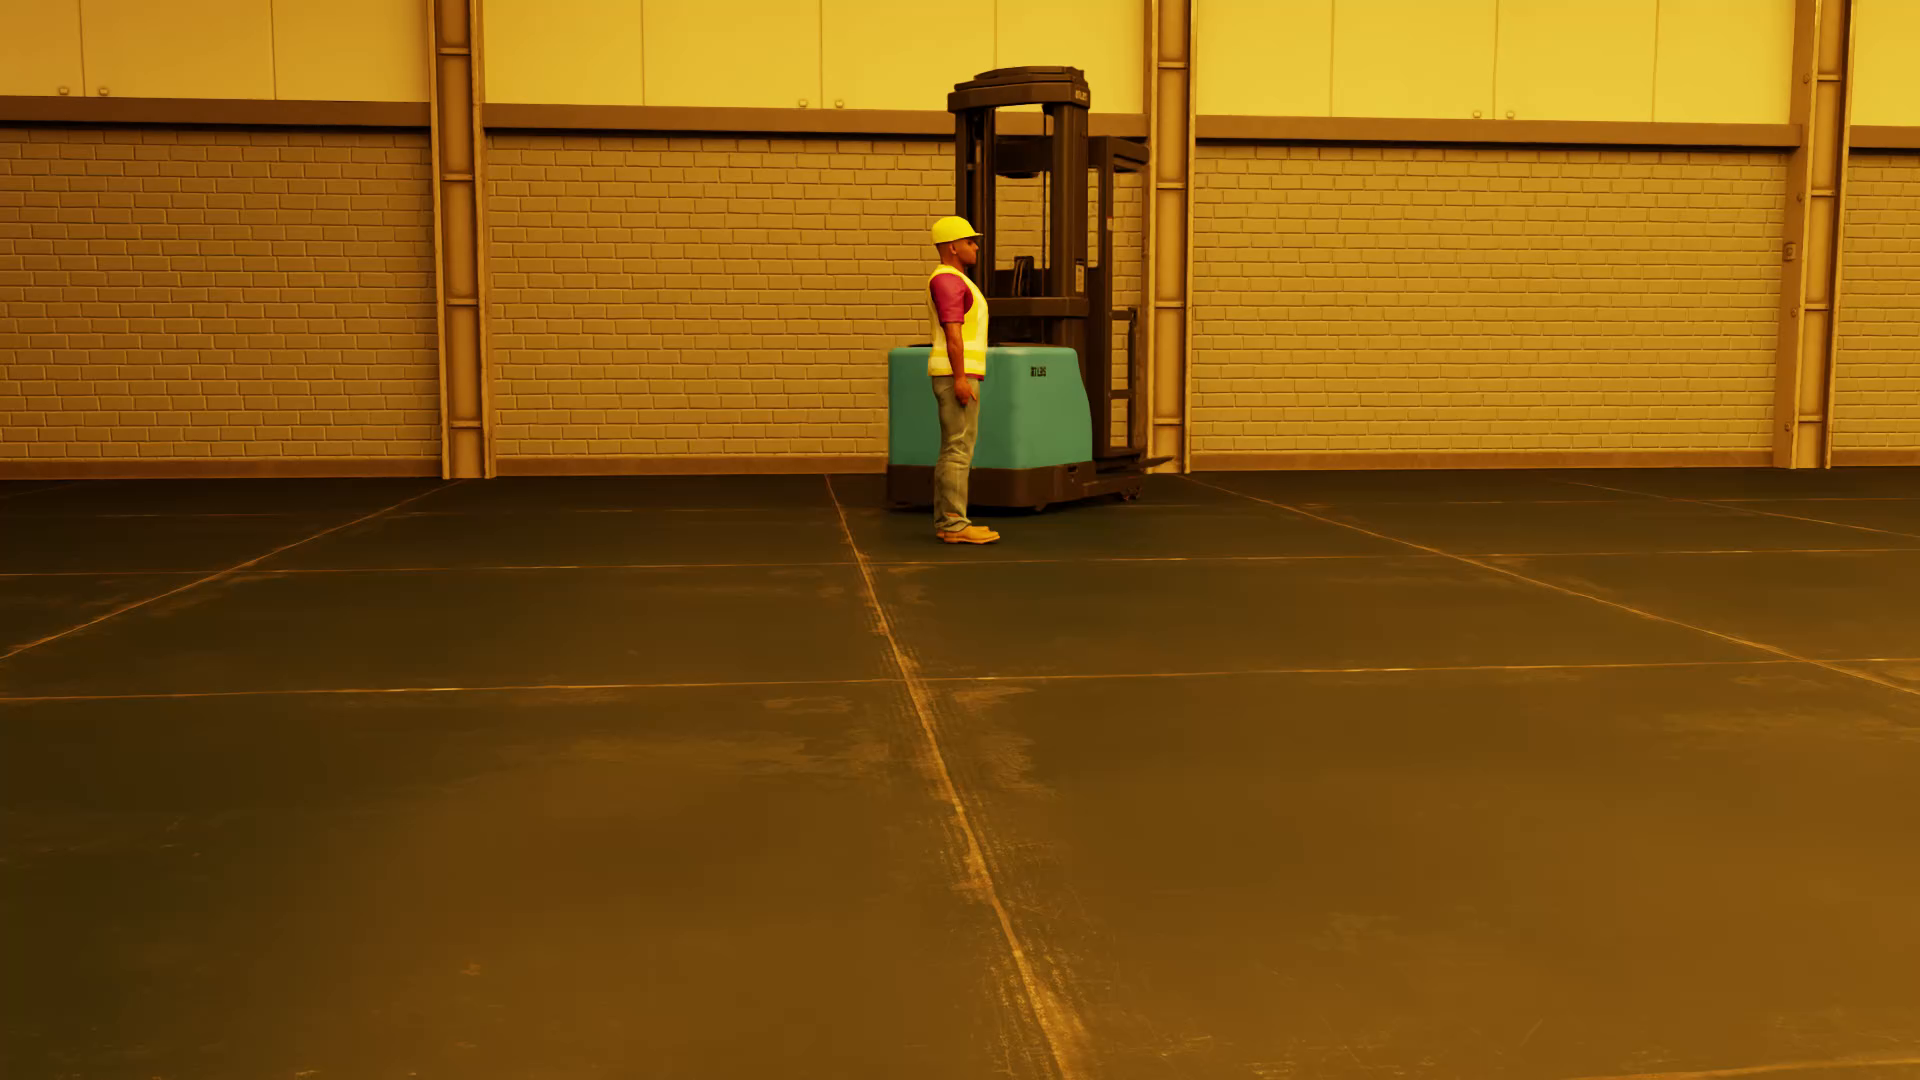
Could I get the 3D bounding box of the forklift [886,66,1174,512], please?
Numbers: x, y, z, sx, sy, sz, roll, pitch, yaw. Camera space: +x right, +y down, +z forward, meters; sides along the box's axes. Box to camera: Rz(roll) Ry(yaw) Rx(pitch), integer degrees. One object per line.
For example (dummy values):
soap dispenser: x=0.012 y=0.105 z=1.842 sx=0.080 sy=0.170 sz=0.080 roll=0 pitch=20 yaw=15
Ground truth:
forklift: x=0.667 y=-1.758 z=11.826 sx=1.130 sy=2.935 sz=3.031 roll=3 pitch=7 yaw=29

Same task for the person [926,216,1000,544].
person: x=0.001 y=-0.879 z=9.140 sx=0.388 sy=1.770 sz=0.556 roll=-1 pitch=6 yaw=-6
